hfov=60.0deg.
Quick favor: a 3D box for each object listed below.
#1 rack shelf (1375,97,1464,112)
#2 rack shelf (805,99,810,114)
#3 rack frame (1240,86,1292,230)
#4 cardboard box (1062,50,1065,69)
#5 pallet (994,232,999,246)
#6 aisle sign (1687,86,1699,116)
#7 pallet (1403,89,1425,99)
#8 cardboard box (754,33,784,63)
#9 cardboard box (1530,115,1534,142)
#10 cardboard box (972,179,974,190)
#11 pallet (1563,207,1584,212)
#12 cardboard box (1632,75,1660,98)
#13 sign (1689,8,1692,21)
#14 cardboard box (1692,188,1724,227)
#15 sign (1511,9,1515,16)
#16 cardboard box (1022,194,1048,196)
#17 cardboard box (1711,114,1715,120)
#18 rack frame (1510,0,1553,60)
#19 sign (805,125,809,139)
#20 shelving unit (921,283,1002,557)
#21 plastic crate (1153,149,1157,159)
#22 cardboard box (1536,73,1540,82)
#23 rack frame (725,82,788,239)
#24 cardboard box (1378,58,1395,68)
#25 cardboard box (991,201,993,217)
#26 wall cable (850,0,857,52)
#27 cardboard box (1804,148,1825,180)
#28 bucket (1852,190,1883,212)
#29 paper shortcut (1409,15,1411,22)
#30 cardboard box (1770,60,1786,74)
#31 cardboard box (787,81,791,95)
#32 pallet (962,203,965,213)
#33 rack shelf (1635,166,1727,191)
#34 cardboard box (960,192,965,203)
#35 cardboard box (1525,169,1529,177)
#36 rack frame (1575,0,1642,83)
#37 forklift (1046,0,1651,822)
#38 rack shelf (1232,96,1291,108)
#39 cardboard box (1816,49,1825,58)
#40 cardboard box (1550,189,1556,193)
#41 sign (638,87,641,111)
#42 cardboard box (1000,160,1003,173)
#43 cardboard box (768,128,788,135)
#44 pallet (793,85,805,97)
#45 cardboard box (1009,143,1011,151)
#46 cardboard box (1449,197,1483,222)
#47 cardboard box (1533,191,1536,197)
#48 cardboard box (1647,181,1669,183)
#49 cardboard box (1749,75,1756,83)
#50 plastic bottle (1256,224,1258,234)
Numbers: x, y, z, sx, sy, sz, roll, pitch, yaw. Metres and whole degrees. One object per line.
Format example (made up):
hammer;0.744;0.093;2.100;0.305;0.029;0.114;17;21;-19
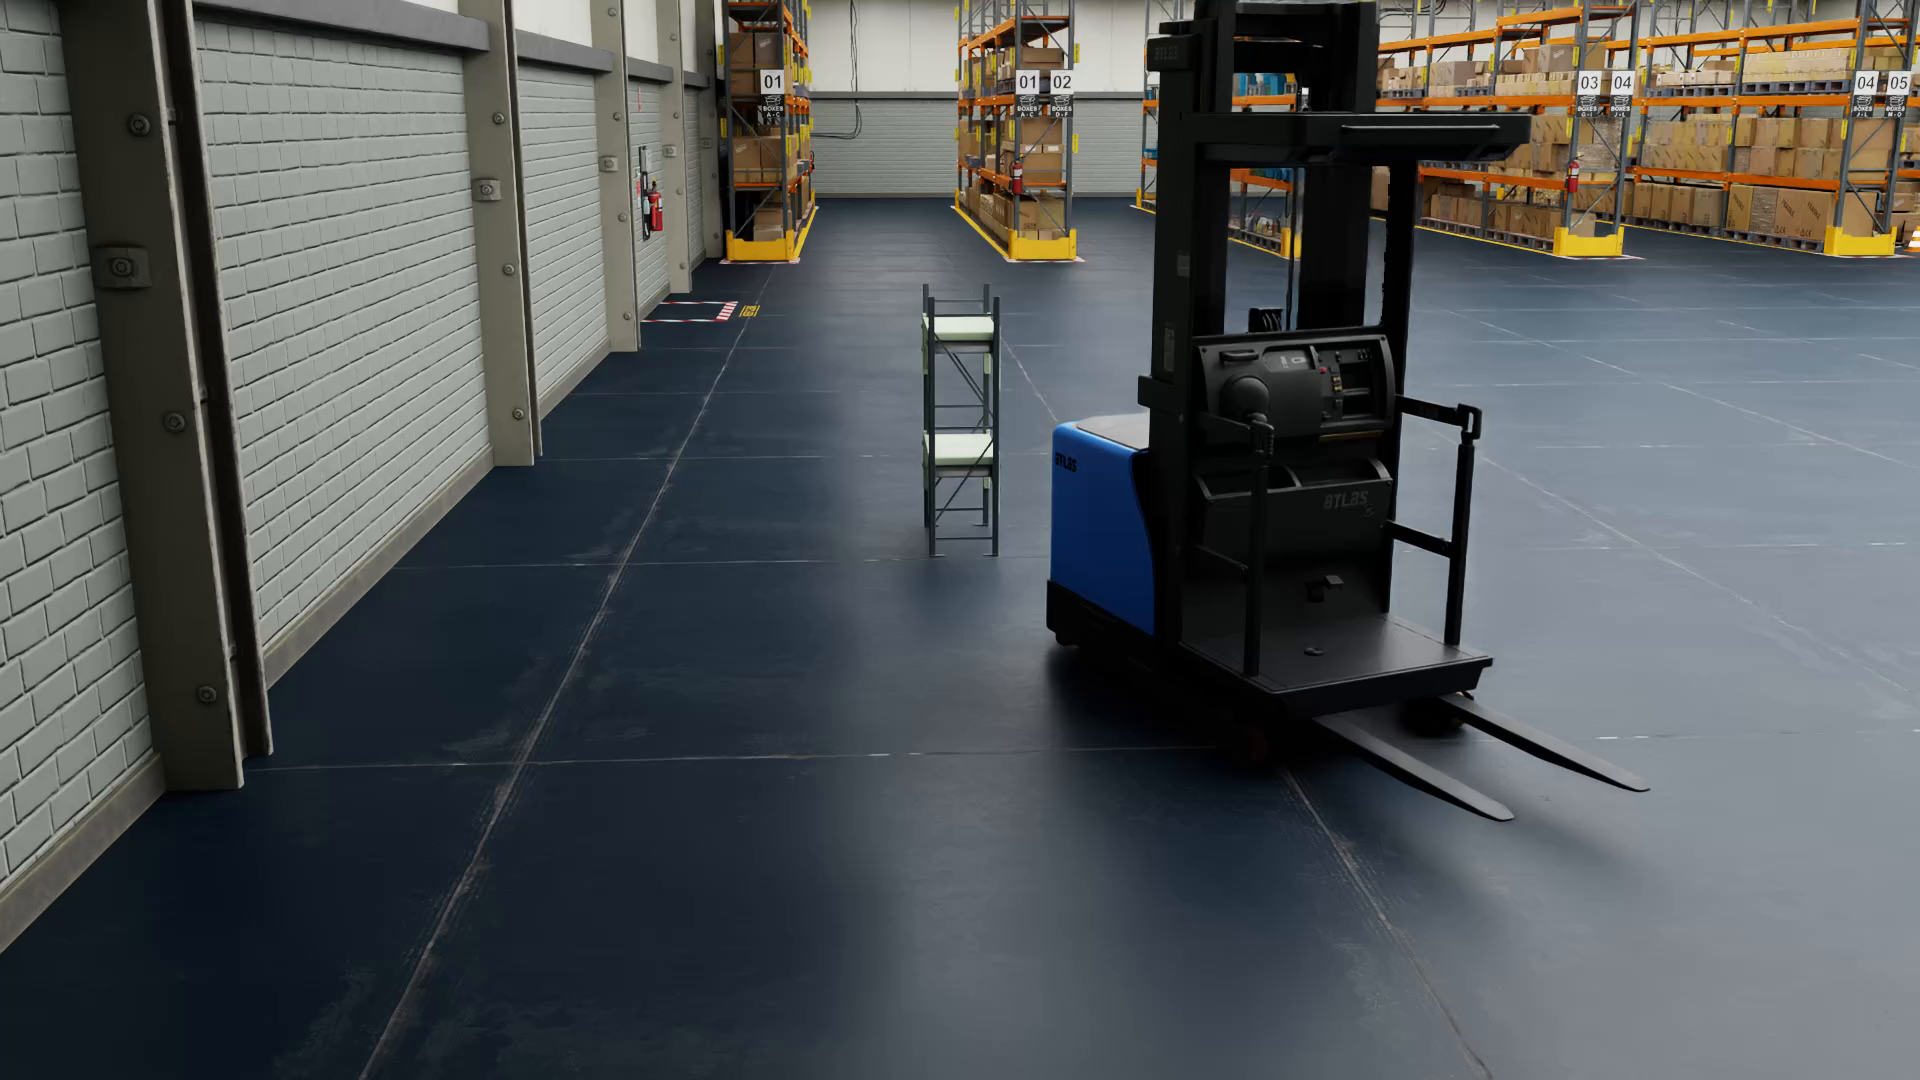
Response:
rack shelf;10.717;-10.180;38.995;1.077;0.370;4.000;-1;14;-3
rack shelf;-4.362;-10.945;41.970;1.077;0.370;4.000;-1;14;-3
rack frame;6.146;-7.507;33.183;1.000;3.000;0.127;-1;14;-3
cardboard box;1.619;-8.626;30.188;0.500;0.500;0.500;-1;14;-3
pallet;1.209;-5.882;32.465;1.003;0.211;1.213;-1;14;-3
aisle sign;19.943;-11.993;45.402;0.394;0.787;0.004;-1;14;-3
pallet;10.748;-10.099;37.615;1.213;0.211;1.003;0;14;-1
cardboard box;-3.276;-8.454;28.595;0.500;0.500;0.500;-2;15;-7
cardboard box;10.968;-7.771;31.406;0.500;0.500;0.500;-1;14;-3
cardboard box;0.555;-8.414;39.336;0.500;0.250;0.500;-1;14;-3
pallet;15.600;-8.080;41.007;1.003;0.211;1.213;-1;14;-3
cardboard box;15.509;-10.269;37.697;0.500;0.500;0.500;-1;14;-3
sign;19.682;-14.148;44.763;0.100;0.325;0.005;-1;14;-3
cardboard box;15.918;-6.902;34.502;1.050;0.750;0.750;-1;14;-4
sign;14.761;-14.007;44.373;0.100;0.325;0.005;-1;14;-3
cardboard box;1.468;-6.430;32.167;0.500;0.500;0.500;-1;14;-3
cardboard box;20.048;-11.152;43.841;0.380;0.149;0.250;-1;14;-3
rack frame;15.302;-13.524;44.531;1.000;3.000;0.127;-1;14;-3
sign;-3.697;-9.877;40.228;0.100;0.325;0.005;-1;14;-3
shelving unit;0.000;-0.725;9.833;0.431;1.500;0.755;-1;14;-3
plastic crate;5.189;-9.971;42.974;0.416;0.233;0.300;-1;14;-3
cardboard box;10.964;-8.618;30.984;0.380;0.149;0.250;-2;15;-6
rack frame;-3.495;-6.359;28.722;1.000;3.000;0.127;-1;14;-3
cardboard box;10.542;-11.923;41.577;0.500;0.250;0.500;-2;15;-7
cardboard box;0.890;-6.671;33.484;0.500;0.311;0.500;-1;14;-3
wall cable;-1.779;-15.640;48.848;3.097;2.526;0.112;-1;14;-3
cardboard box;16.170;-6.941;30.681;0.875;0.550;0.550;-1;14;-3
bucket;18.355;-6.787;33.905;0.726;0.611;0.620;4;5;16
paper shortcut;10.235;-11.871;37.826;0.009;0.170;0.078;9;-17;-6
cardboard box;15.861;-9.034;31.758;0.500;0.250;0.500;-1;14;-4
cardboard box;-3.354;-8.353;30.211;0.500;0.500;0.500;0;14;0
pallet;0.586;-8.545;42.815;1.003;0.211;1.213;-1;14;-3
rack shelf;15.922;-7.784;35.702;1.077;0.370;4.000;-1;14;-3
cardboard box;0.271;-8.909;43.267;0.500;0.250;0.500;-1;14;-3
cardboard box;10.969;-6.969;31.597;0.380;0.149;0.250;-1;14;-3
rack frame;11.337;-9.494;28.866;1.000;3.000;0.127;-1;14;-3
forklift;1.483;-0.651;6.674;1.130;2.935;3.031;-6;16;-23
rack shelf;6.022;-9.108;34.832;1.077;0.370;4.000;-1;14;-3
cardboard box;15.887;-8.878;30.351;0.380;0.149;0.250;-1;14;-2
cardboard box;15.213;-8.883;42.214;0.380;0.149;0.250;-1;14;-3
sign;-4.013;-5.532;20.853;0.001;0.298;0.199;-1;14;-3
cardboard box;0.964;-7.582;33.744;0.396;0.266;0.258;-1;14;-5
cardboard box;-3.904;-8.759;35.665;0.380;0.149;0.250;-3;15;-13
pallet;-3.674;-8.871;32.841;1.213;0.211;1.003;-1;14;-3
cardboard box;1.125;-7.339;31.027;0.380;0.149;0.250;-1;14;-4
cardboard box;10.992;-7.136;35.873;0.700;0.500;0.500;0;14;1
cardboard box;15.227;-9.059;43.497;0.380;0.149;0.250;0;14;-1
cardboard box;15.997;-8.161;38.393;0.500;0.250;0.500;-2;15;-6
cardboard box;15.747;-9.057;32.650;0.380;0.149;0.250;-1;14;-3
plastic bottle;5.787;-6.040;32.214;0.097;0.201;0.097;0;14;0
